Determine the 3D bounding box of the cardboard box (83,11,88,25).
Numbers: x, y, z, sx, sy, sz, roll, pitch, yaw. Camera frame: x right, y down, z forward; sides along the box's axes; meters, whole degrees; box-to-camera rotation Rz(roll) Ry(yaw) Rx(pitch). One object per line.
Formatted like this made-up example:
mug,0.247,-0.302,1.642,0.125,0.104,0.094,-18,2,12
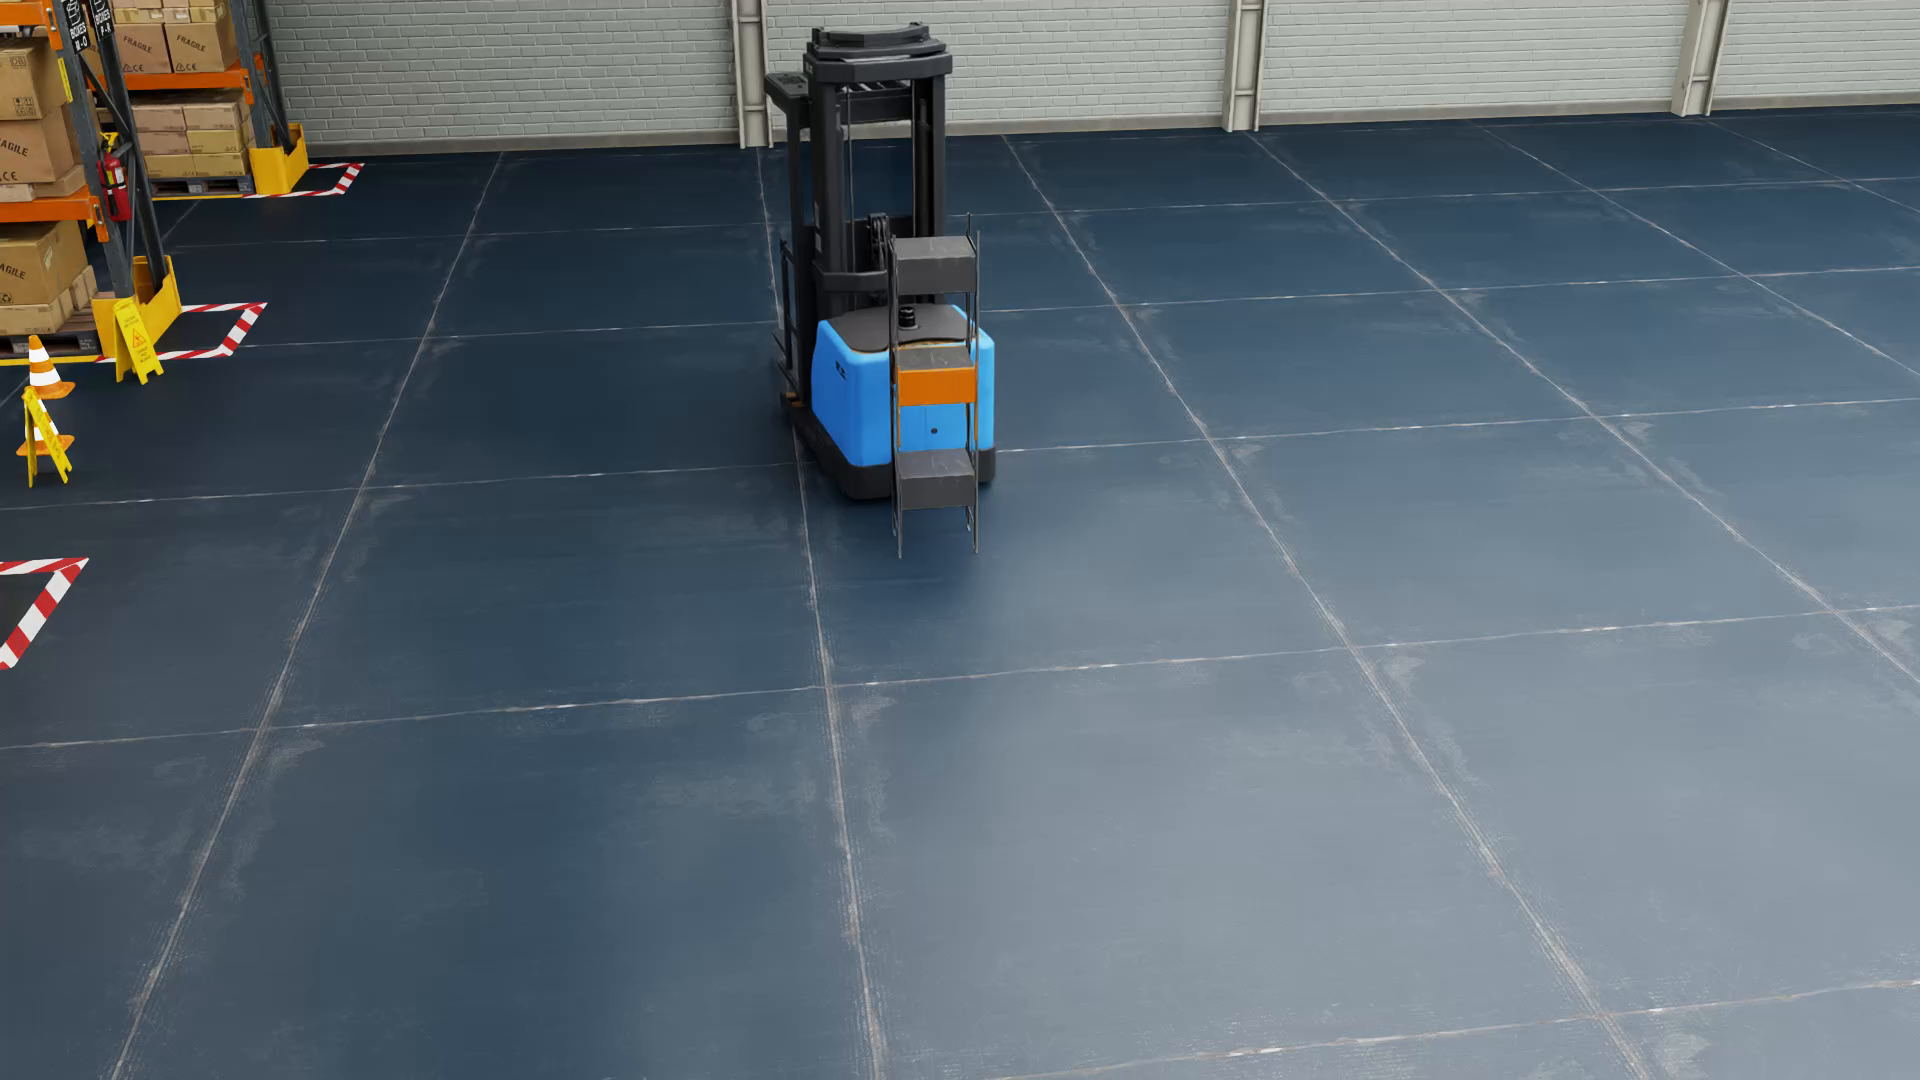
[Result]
cardboard box,-9.148,-5.439,17.244,0.250,0.149,0.380,-3,27,-7

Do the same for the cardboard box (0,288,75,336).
cardboard box,-7.668,-1.892,13.704,0.500,0.250,0.500,-4,27,-7

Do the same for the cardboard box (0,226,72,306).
cardboard box,-7.639,-2.232,13.544,0.500,0.500,0.500,-4,27,-7

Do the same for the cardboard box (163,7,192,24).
cardboard box,-8.130,-5.502,17.367,0.250,0.149,0.380,-3,27,-6

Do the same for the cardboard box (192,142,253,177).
cardboard box,-7.998,-4.138,18.080,0.500,0.250,0.500,-3,27,-7

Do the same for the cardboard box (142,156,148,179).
cardboard box,-8.989,-4.083,17.973,0.500,0.250,0.500,-3,27,-7

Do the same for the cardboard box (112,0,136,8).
cardboard box,-8.654,-5.654,17.337,0.250,0.149,0.380,-4,27,-7

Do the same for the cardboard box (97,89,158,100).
cardboard box,-9.070,-4.750,18.178,0.500,0.250,0.500,-4,27,-7

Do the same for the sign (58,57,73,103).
sign,-6.824,-3.507,12.684,0.005,0.325,0.100,-4,27,-7

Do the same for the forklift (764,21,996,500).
forklift,-0.721,-2.227,11.880,1.130,2.935,3.031,-9,29,-17

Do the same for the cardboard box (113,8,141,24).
cardboard box,-8.643,-5.502,17.368,0.250,0.149,0.380,-4,27,-7

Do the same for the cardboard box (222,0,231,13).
cardboard box,-7.949,-5.776,17.901,0.250,0.149,0.380,-4,27,-8

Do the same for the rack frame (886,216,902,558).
rack frame,-0.406,-0.908,10.220,0.015,2.100,0.400,-4,27,-7

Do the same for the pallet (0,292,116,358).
pallet,-7.766,-1.822,14.070,1.213,0.211,1.003,-4,27,-7

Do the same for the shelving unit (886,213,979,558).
shelving unit,-0.164,-0.924,10.250,0.503,2.100,0.431,-4,27,-7

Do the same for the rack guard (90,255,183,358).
rack guard,-6.957,-1.986,14.074,0.348,0.500,1.175,-4,27,-7

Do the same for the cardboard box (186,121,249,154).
cardboard box,-8.015,-4.361,17.967,0.500,0.250,0.500,-4,27,-8

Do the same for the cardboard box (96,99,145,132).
cardboard box,-8.993,-4.513,17.717,0.500,0.250,0.500,-3,27,-6

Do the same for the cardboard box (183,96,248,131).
cardboard box,-7.990,-4.585,17.857,0.500,0.250,0.500,-3,27,-5

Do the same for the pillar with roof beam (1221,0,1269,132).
pillar with roof beam,4.091,-7.196,14.918,0.400,9.000,9.100,-4,27,-7

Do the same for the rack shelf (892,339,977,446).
rack shelf,-0.164,-0.912,10.256,0.480,0.518,0.431,-4,27,-7

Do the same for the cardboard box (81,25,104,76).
cardboard box,-9.050,-5.180,17.450,0.500,0.500,0.500,-4,27,-8

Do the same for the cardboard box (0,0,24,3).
cardboard box,-7.196,-4.177,12.594,0.250,0.149,0.380,-4,27,-7

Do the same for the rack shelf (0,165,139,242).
rack shelf,-8.862,-2.656,13.429,4.000,0.370,1.077,-4,27,-7

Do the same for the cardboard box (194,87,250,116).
cardboard box,-8.079,-4.810,18.296,0.500,0.250,0.500,-4,27,-8

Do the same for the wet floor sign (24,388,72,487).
wet floor sign,-6.339,-0.721,11.449,0.232,0.644,0.267,-8,28,-16

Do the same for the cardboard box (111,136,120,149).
cardboard box,-9.022,-4.291,17.832,0.500,0.250,0.500,-4,27,-8

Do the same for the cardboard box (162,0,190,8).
cardboard box,-8.142,-5.665,17.358,0.250,0.149,0.380,-4,27,-7

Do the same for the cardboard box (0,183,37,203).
cardboard box,-7.458,-2.805,13.206,0.250,0.149,0.380,-4,27,-8

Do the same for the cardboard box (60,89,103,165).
cardboard box,-7.389,-3.375,13.607,0.500,0.500,0.500,-4,27,-8

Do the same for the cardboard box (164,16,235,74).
cardboard box,-8.028,-5.241,17.570,0.500,0.500,0.500,-4,27,-8

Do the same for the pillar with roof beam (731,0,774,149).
pillar with roof beam,-1.851,-6.815,14.174,0.400,9.000,9.100,-4,27,-7

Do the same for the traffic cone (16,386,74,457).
traffic cone,-6.637,-0.884,11.966,0.334,0.463,0.336,-4,27,-7

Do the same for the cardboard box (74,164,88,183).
cardboard box,-7.247,-3.064,13.710,0.250,0.149,0.380,-4,27,-7

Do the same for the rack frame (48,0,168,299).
rack frame,-6.882,-3.103,13.512,0.127,3.000,1.000,-4,27,-7

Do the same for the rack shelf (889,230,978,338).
rack shelf,-0.164,-1.534,9.937,0.480,0.518,0.431,-4,27,-7

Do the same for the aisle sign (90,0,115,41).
aisle sign,-6.864,-4.404,13.200,0.004,0.787,0.394,-4,27,-7
